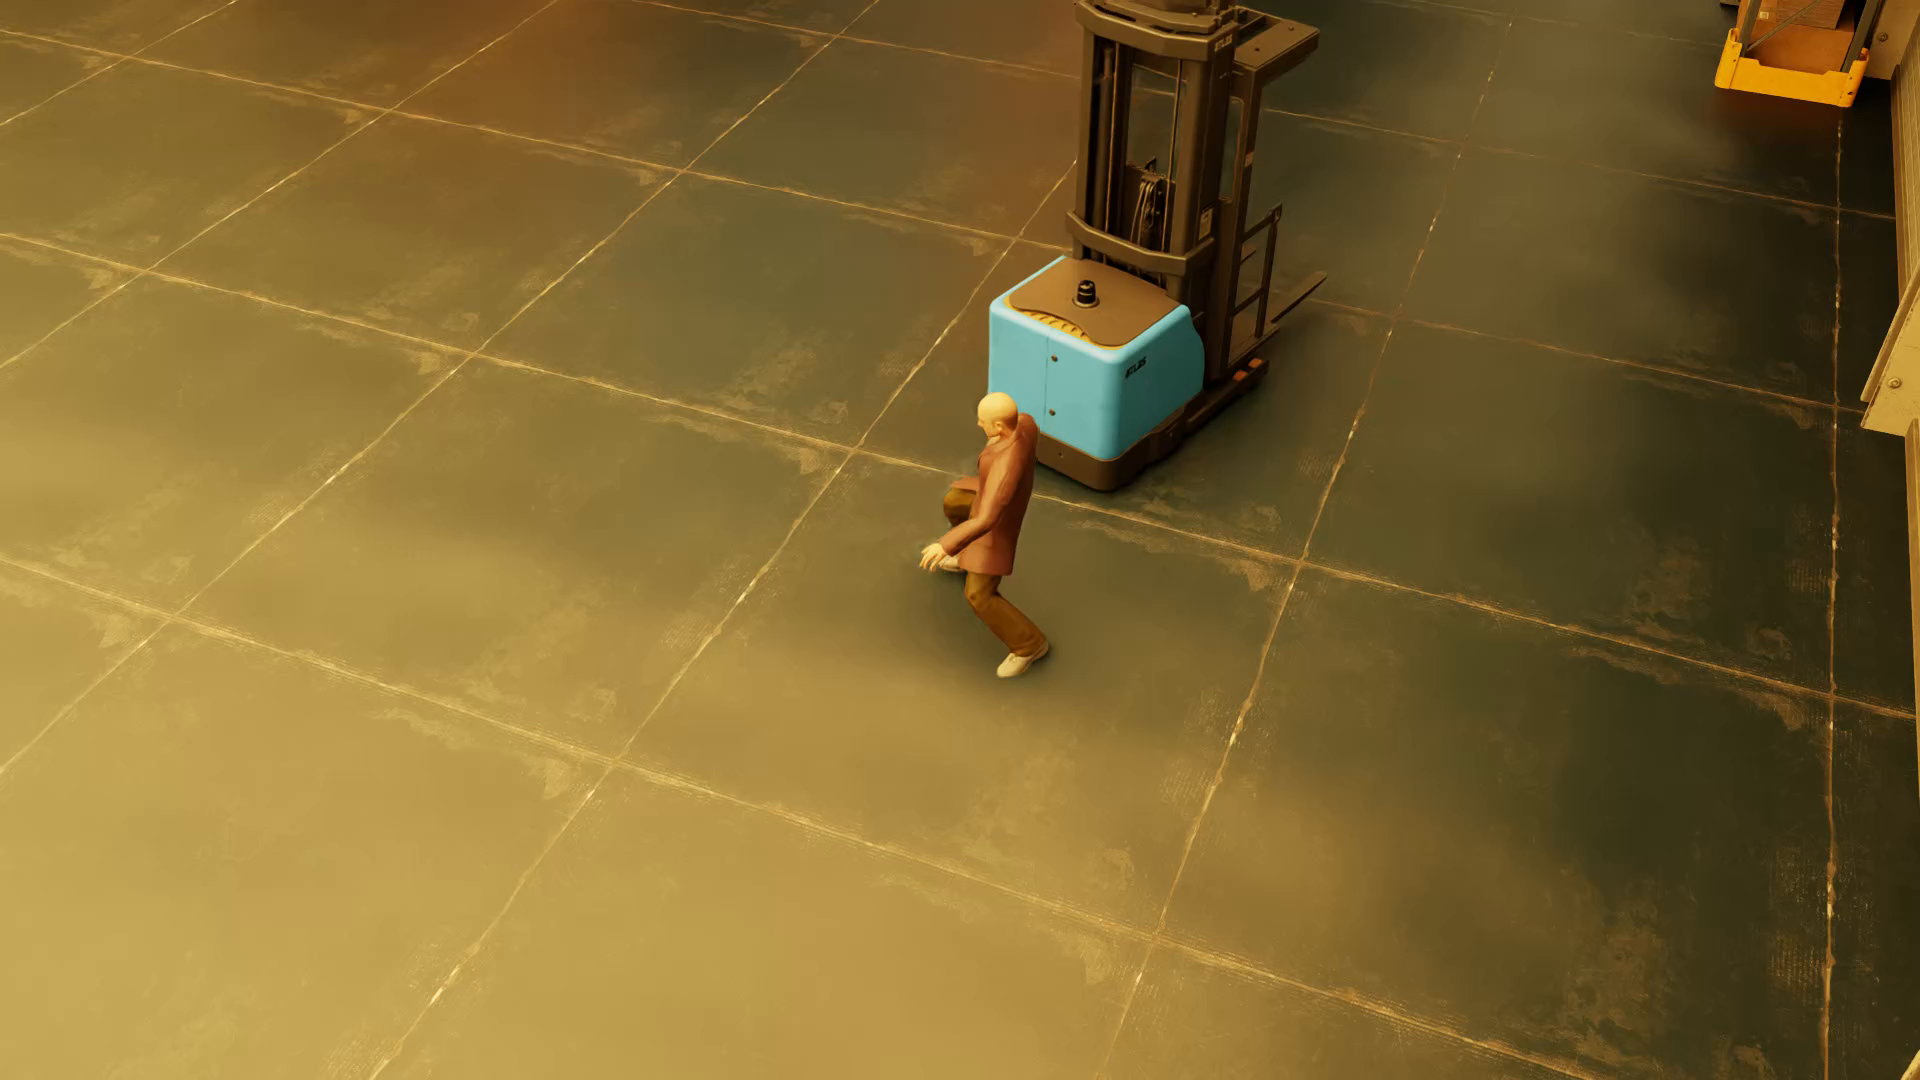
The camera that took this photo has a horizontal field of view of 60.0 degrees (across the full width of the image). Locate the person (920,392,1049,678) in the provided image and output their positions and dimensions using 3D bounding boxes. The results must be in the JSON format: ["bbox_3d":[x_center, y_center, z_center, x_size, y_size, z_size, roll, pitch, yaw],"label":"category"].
[{"bbox_3d":[0.167,-0.128,9.212,0.781,1.645,1.001,9,41,10],"label":"person"}]

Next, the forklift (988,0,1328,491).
[{"bbox_3d":[1.497,-2.314,10.770,1.130,2.935,3.031,28,47,29],"label":"forklift"}]
